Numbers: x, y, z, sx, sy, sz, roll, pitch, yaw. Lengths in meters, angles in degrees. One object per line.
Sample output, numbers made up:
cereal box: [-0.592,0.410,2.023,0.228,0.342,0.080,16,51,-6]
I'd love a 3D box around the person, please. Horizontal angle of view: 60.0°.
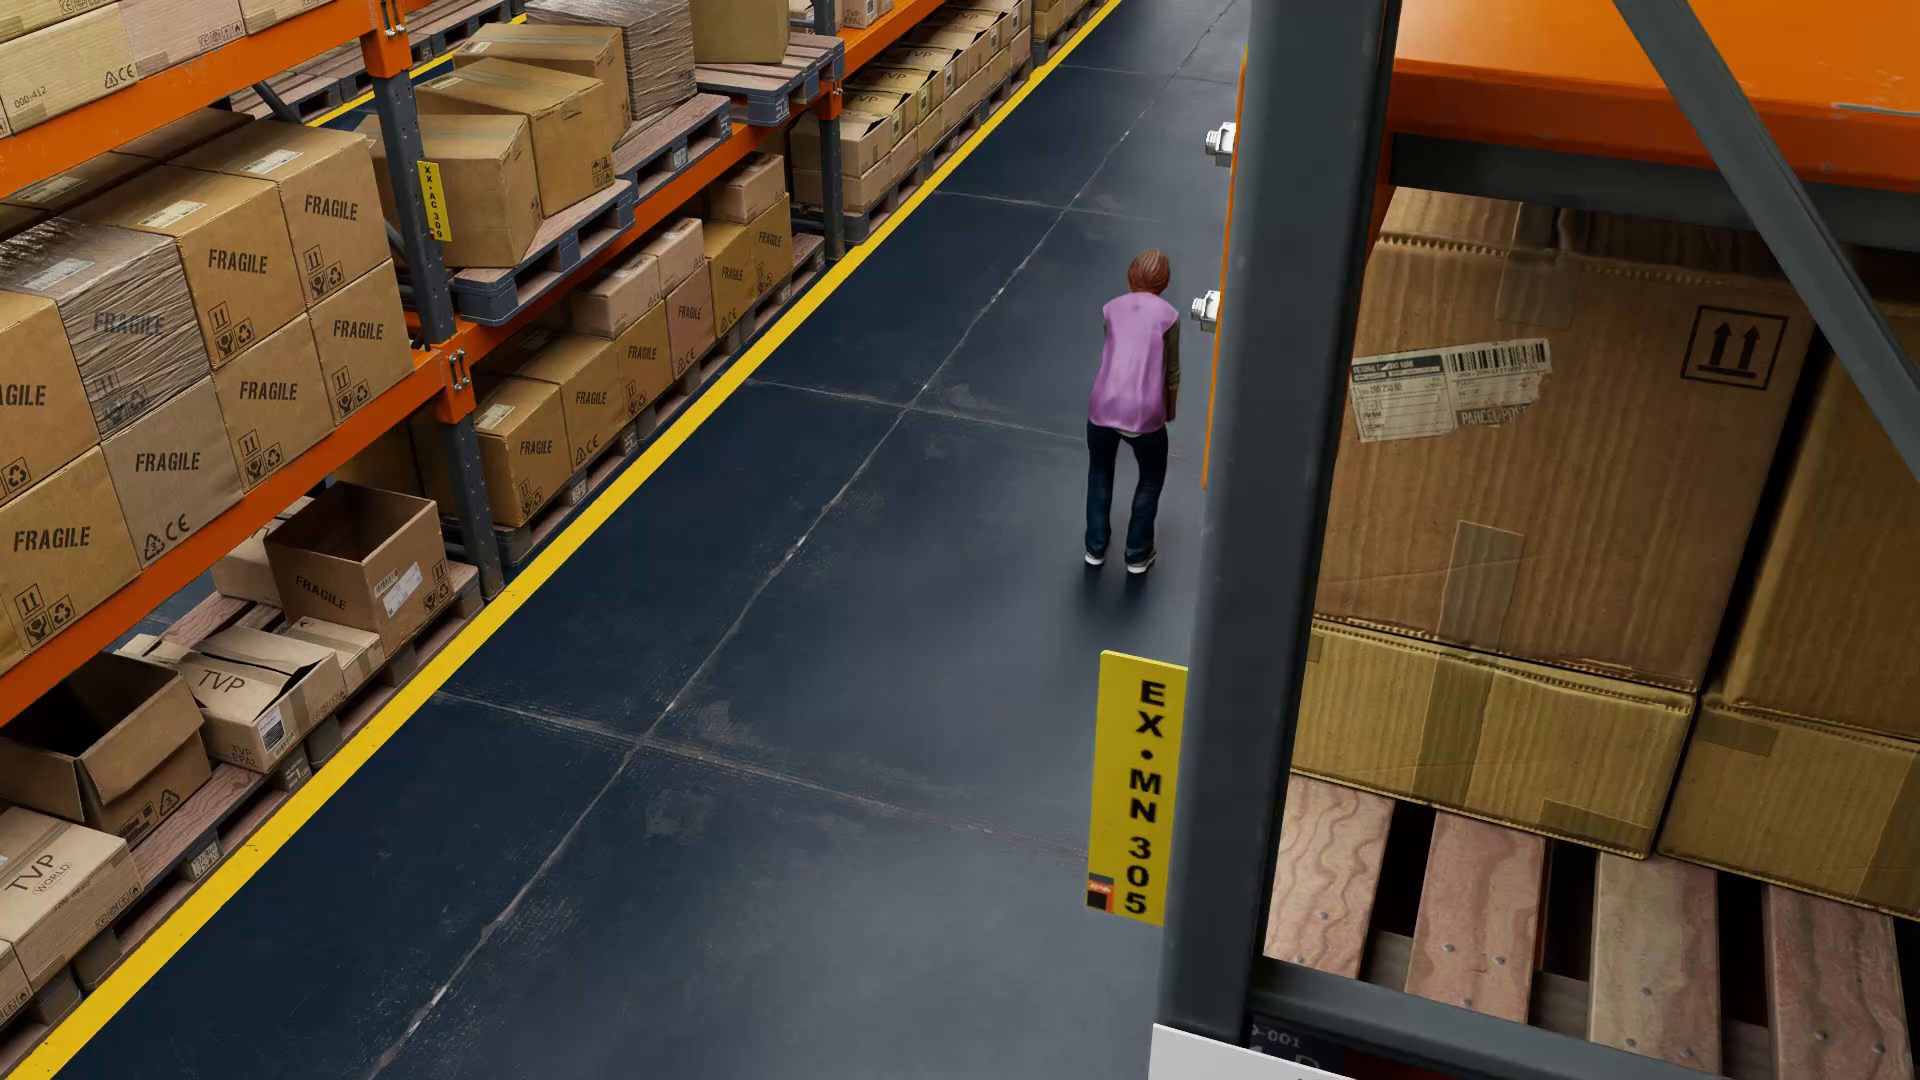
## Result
person: [0.800,-0.571,7.650,0.380,1.444,0.646,11,35,15]
